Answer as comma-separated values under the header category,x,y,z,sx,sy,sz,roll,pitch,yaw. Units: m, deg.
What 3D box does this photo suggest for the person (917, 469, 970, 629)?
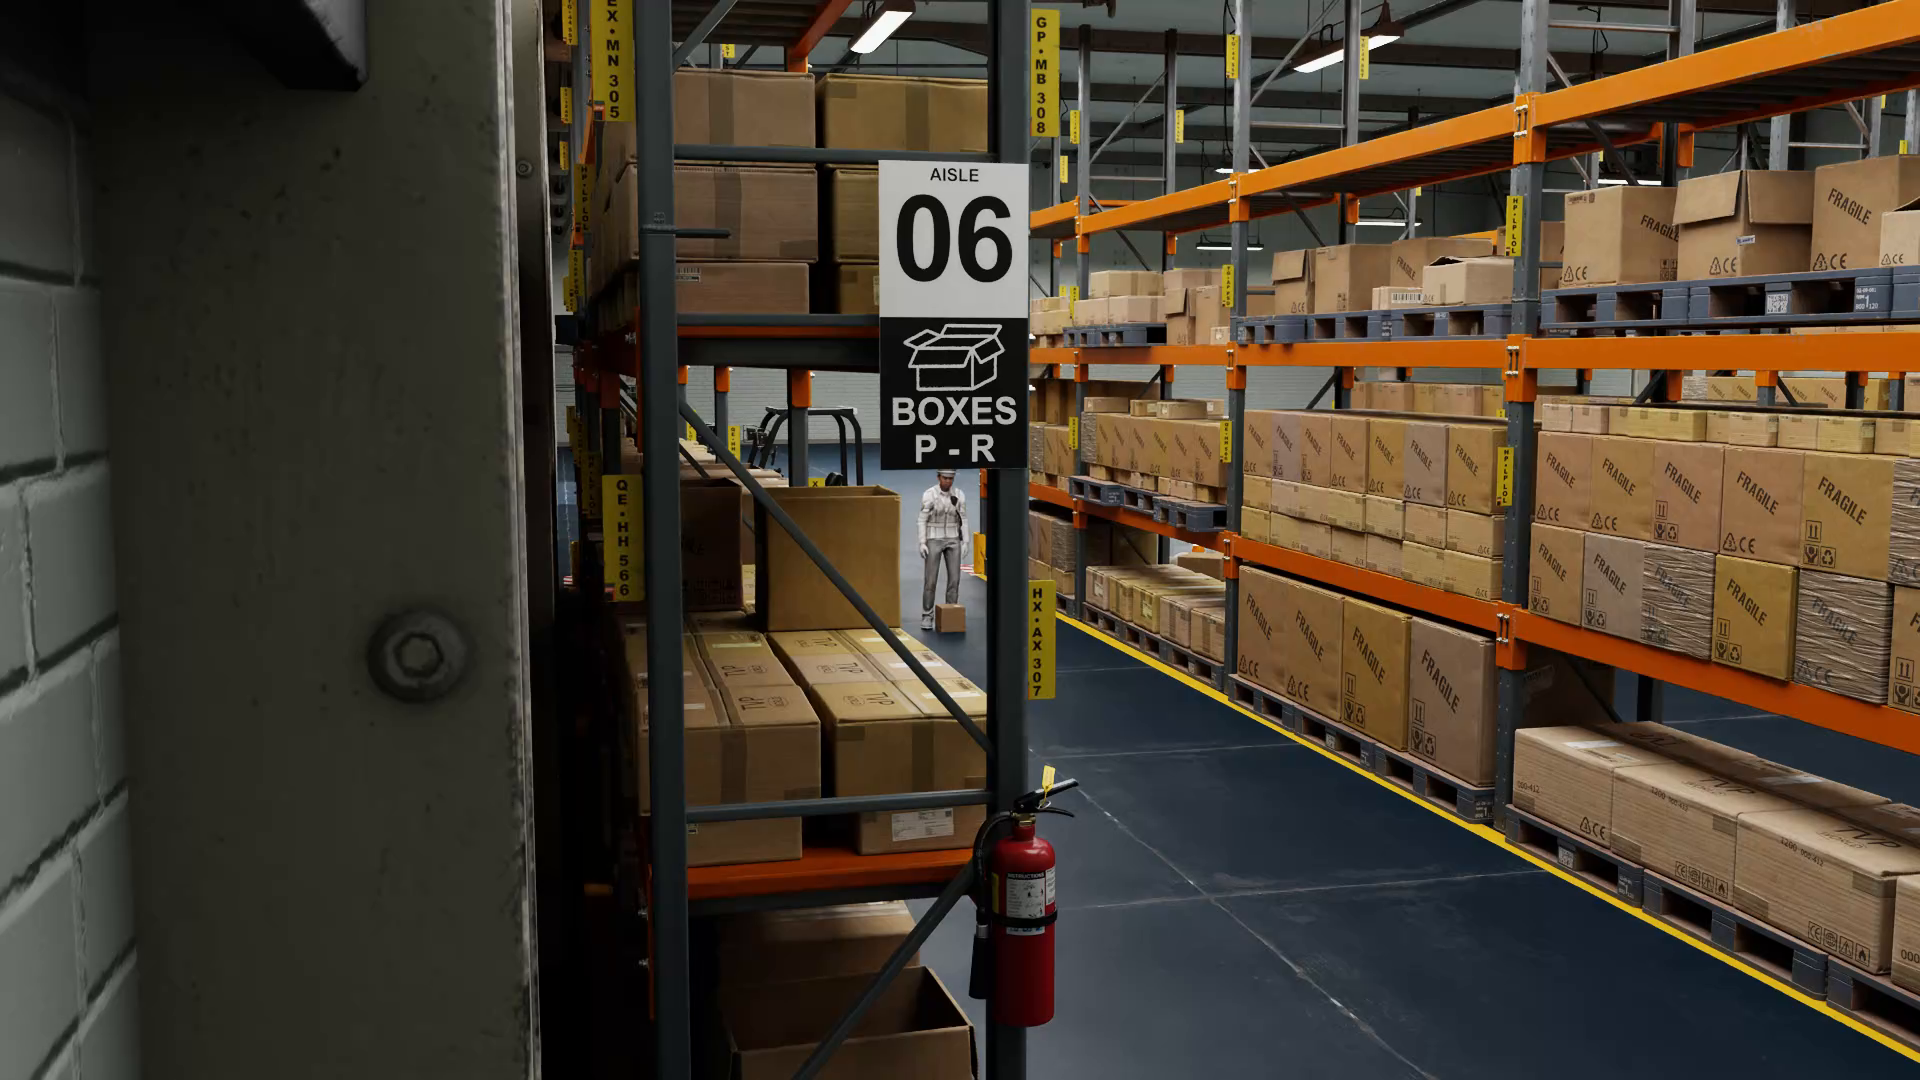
category,x,y,z,sx,sy,sz,roll,pitch,yaw
person,-0.161,0.051,16.696,0.529,1.663,0.403,-1,6,-13
